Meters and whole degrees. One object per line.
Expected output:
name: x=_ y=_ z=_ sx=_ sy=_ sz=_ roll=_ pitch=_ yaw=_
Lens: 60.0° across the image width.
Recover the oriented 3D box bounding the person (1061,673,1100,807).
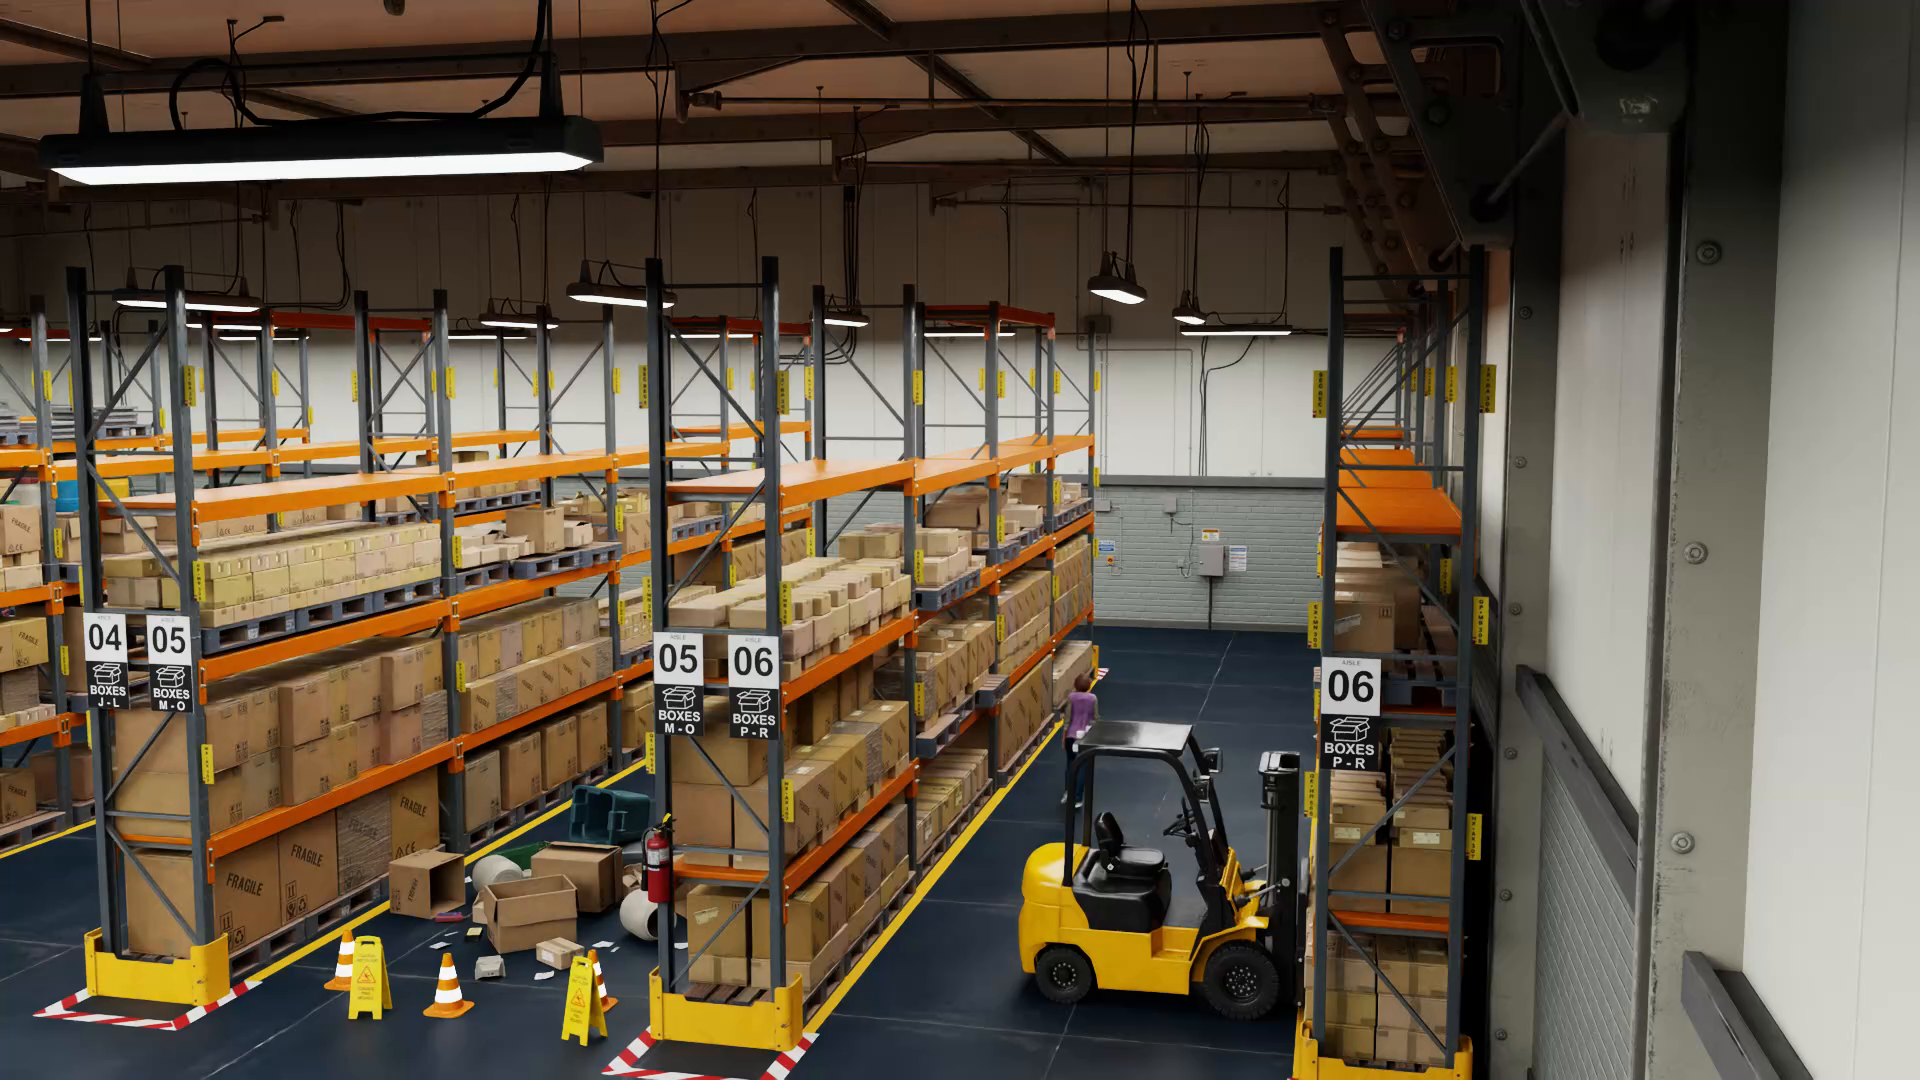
person: x=1.407 y=2.382 z=19.746 sx=0.466 sy=1.621 sz=0.469 roll=2 pitch=6 yaw=17
